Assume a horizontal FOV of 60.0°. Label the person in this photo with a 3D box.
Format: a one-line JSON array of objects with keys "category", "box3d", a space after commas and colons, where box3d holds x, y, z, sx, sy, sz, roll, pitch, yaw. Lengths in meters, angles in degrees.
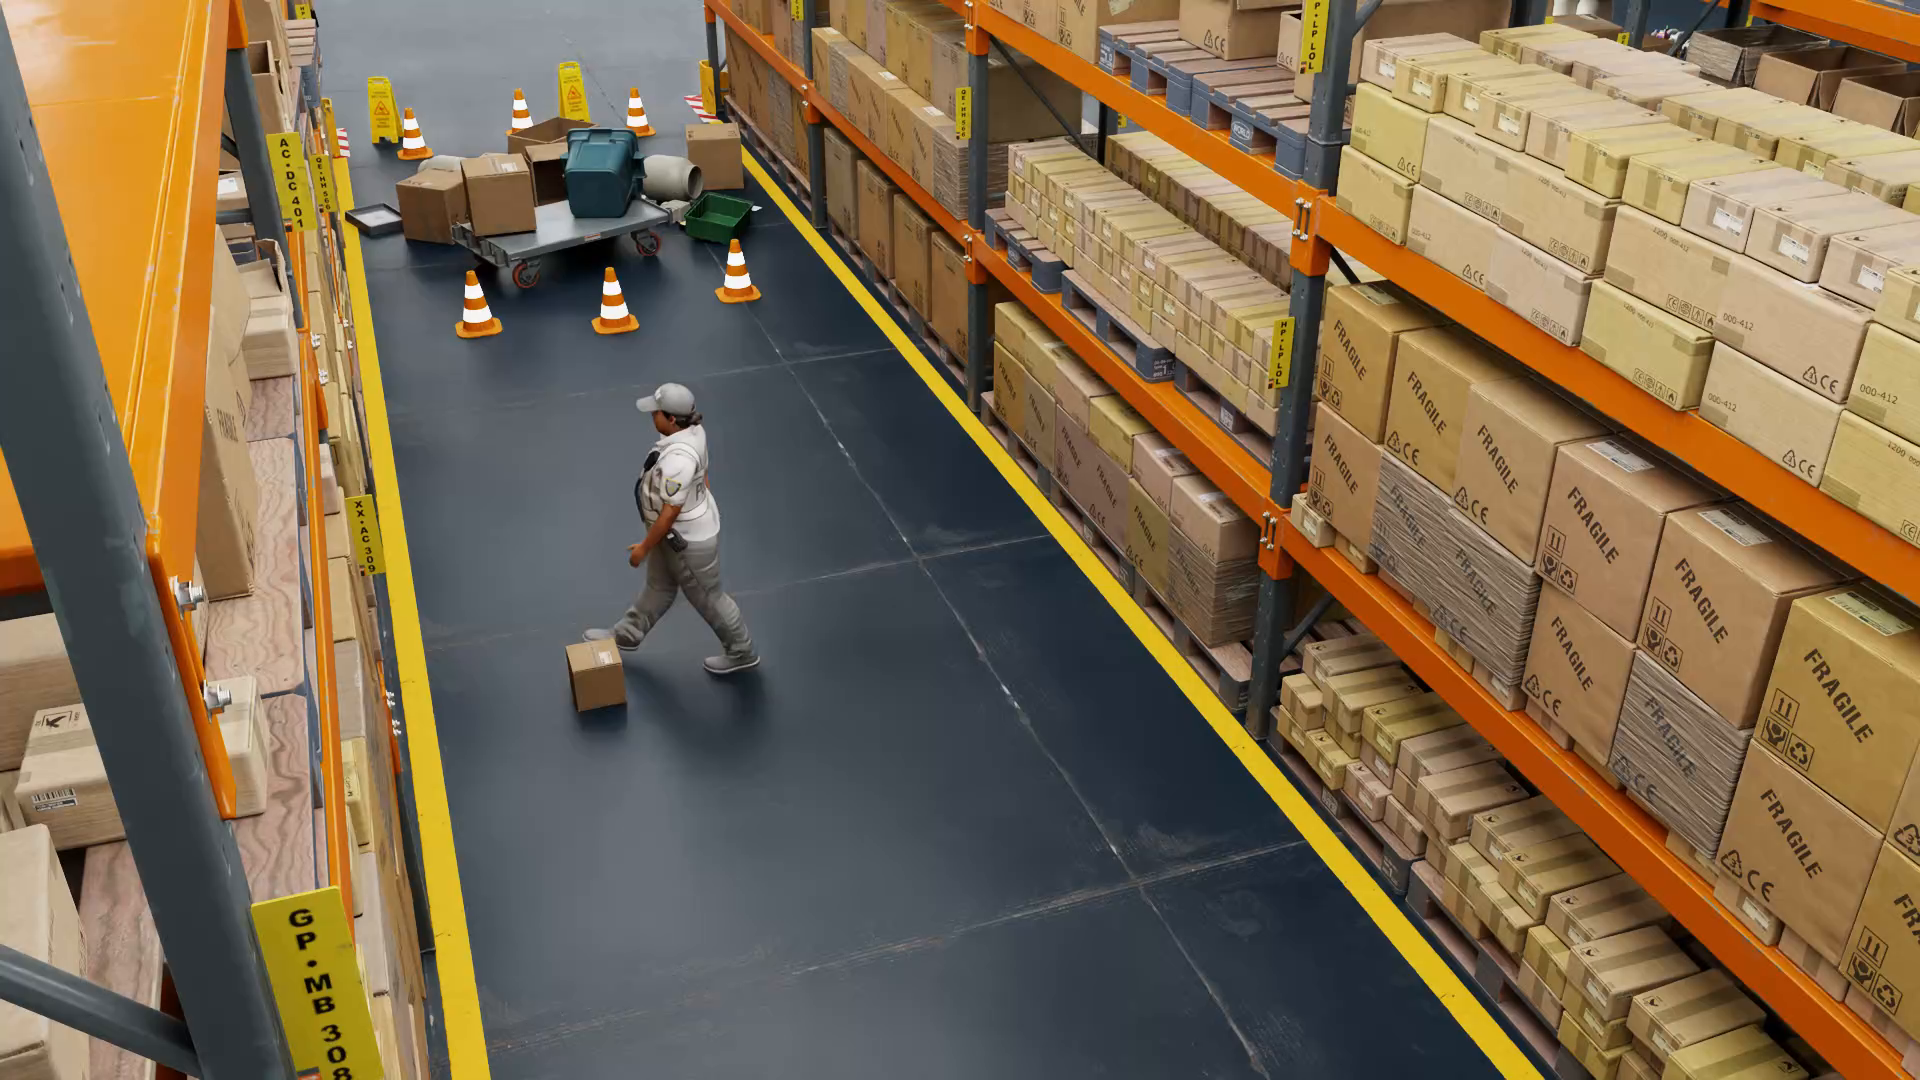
[{"category": "person", "box3d": [-1.519, -0.028, 8.360, 0.926, 1.626, 0.485, -4, 30, -7]}]
